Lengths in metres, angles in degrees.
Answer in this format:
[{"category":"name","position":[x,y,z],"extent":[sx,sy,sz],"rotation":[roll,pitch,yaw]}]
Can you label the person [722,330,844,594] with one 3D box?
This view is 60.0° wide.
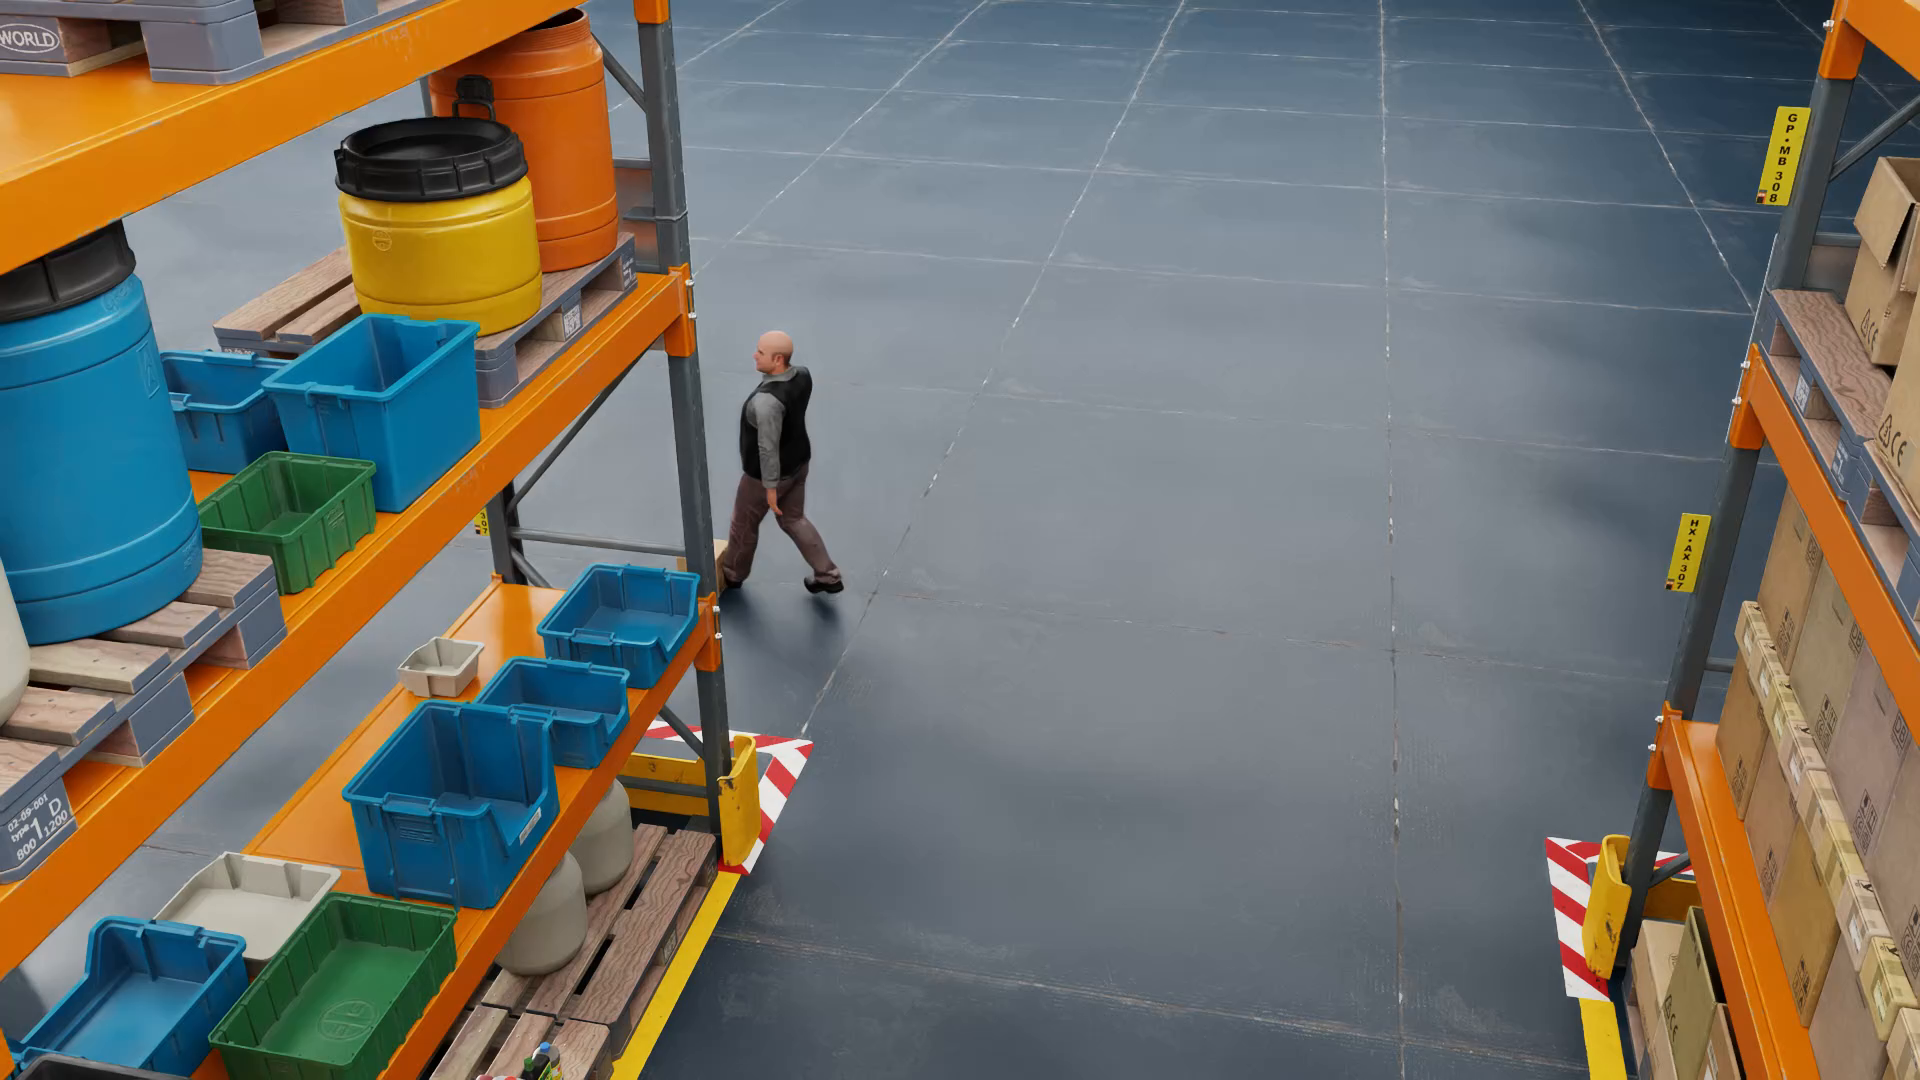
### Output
[{"category":"person","position":[-1.118,-0.437,9.481],"extent":[0.941,1.676,0.590],"rotation":[12,31,21]}]
